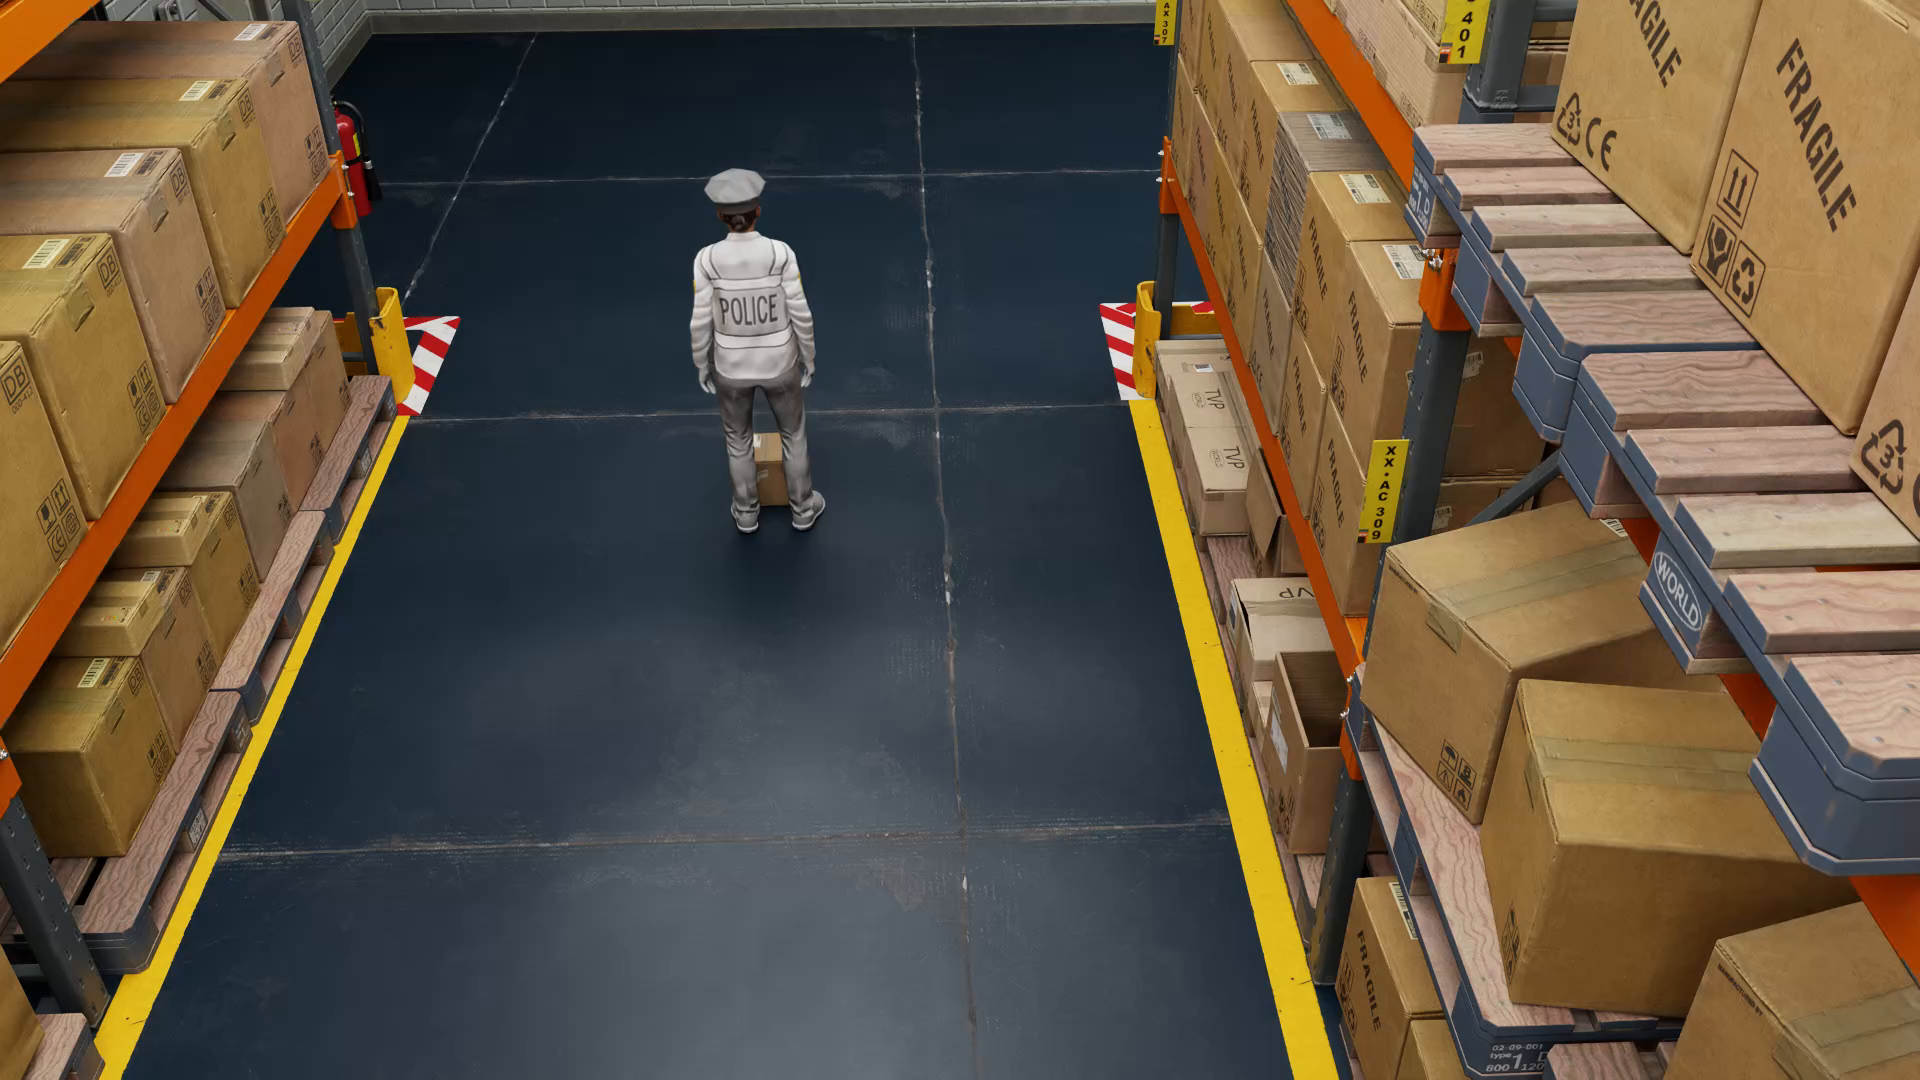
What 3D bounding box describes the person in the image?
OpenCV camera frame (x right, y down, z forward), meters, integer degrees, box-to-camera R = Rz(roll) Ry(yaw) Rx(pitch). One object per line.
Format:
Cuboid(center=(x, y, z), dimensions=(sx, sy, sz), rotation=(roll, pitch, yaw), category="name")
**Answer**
Cuboid(center=(-0.887, -0.766, 7.220), dimensions=(0.532, 1.661, 0.375), rotation=(-3, 36, -5), category="person")
